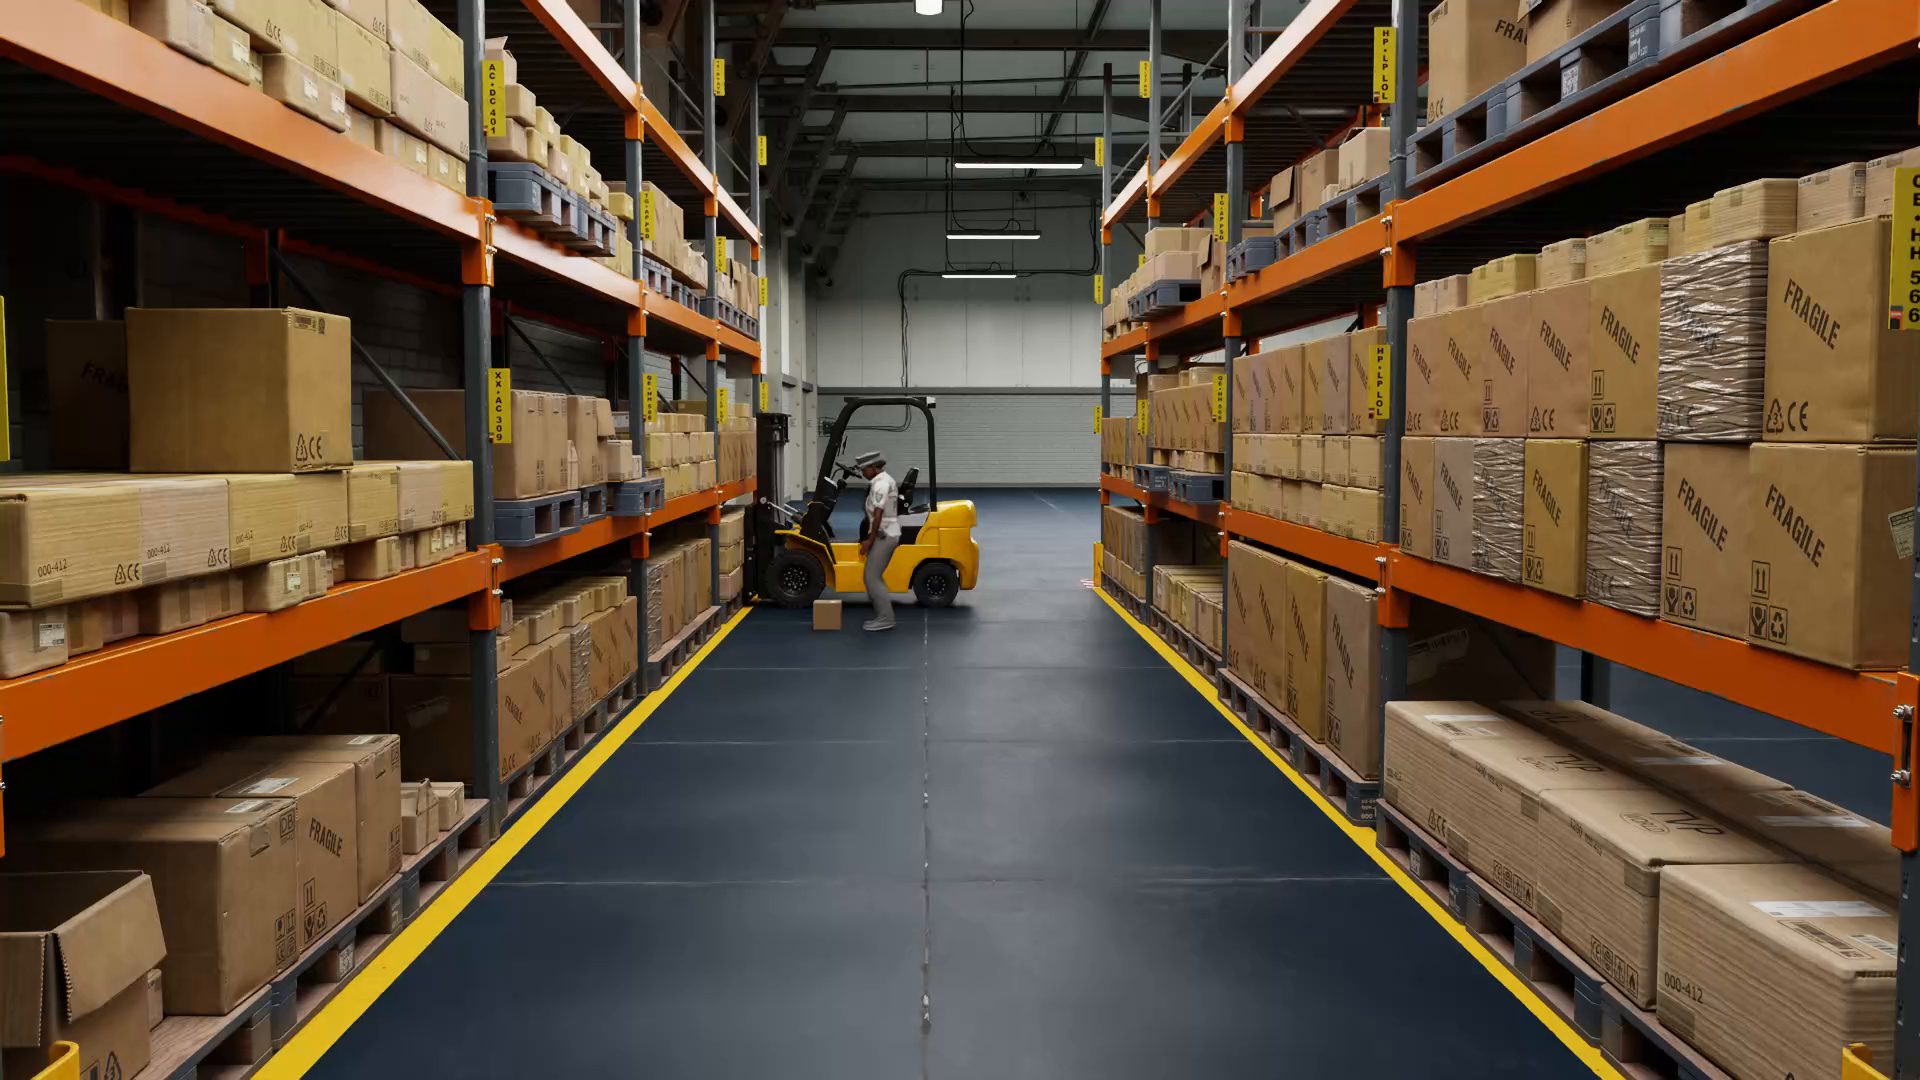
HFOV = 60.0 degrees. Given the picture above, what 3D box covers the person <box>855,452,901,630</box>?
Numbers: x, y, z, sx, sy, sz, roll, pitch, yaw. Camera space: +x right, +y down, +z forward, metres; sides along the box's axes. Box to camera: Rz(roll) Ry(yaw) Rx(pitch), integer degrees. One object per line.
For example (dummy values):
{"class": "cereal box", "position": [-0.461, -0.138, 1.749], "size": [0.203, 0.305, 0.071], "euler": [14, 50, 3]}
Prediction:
{"class": "person", "position": [-0.748, 0.008, 15.220], "size": [0.425, 1.631, 0.453], "euler": [0, 4, 0]}
